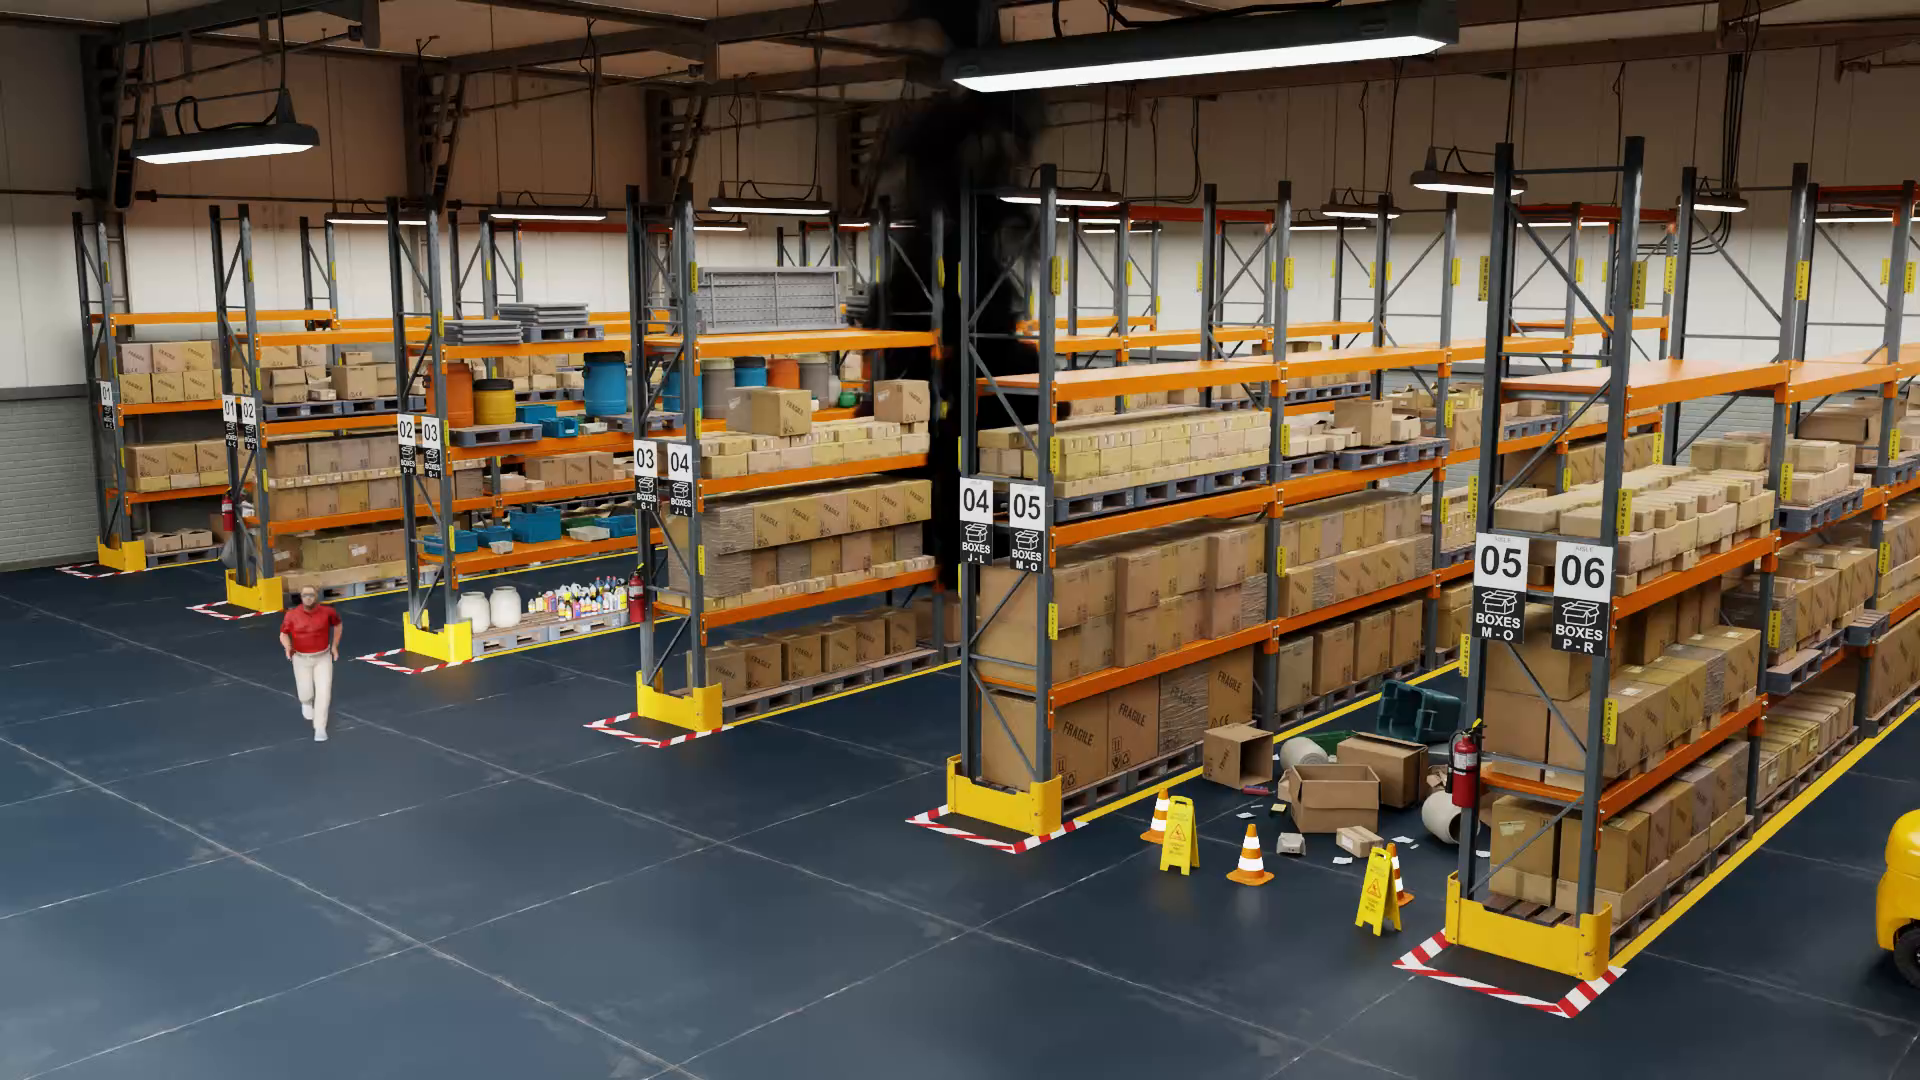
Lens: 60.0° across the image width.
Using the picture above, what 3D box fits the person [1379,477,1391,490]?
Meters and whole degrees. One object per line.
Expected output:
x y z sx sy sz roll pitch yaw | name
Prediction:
7.963 -0.994 31.737 0.696 1.761 0.942 -6 11 -31 | person

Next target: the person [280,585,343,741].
-7.134 1.309 18.345 0.653 1.698 0.829 -4 10 -22 | person

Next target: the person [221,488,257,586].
-11.503 -0.045 26.590 0.576 1.675 0.568 6 11 31 | person
